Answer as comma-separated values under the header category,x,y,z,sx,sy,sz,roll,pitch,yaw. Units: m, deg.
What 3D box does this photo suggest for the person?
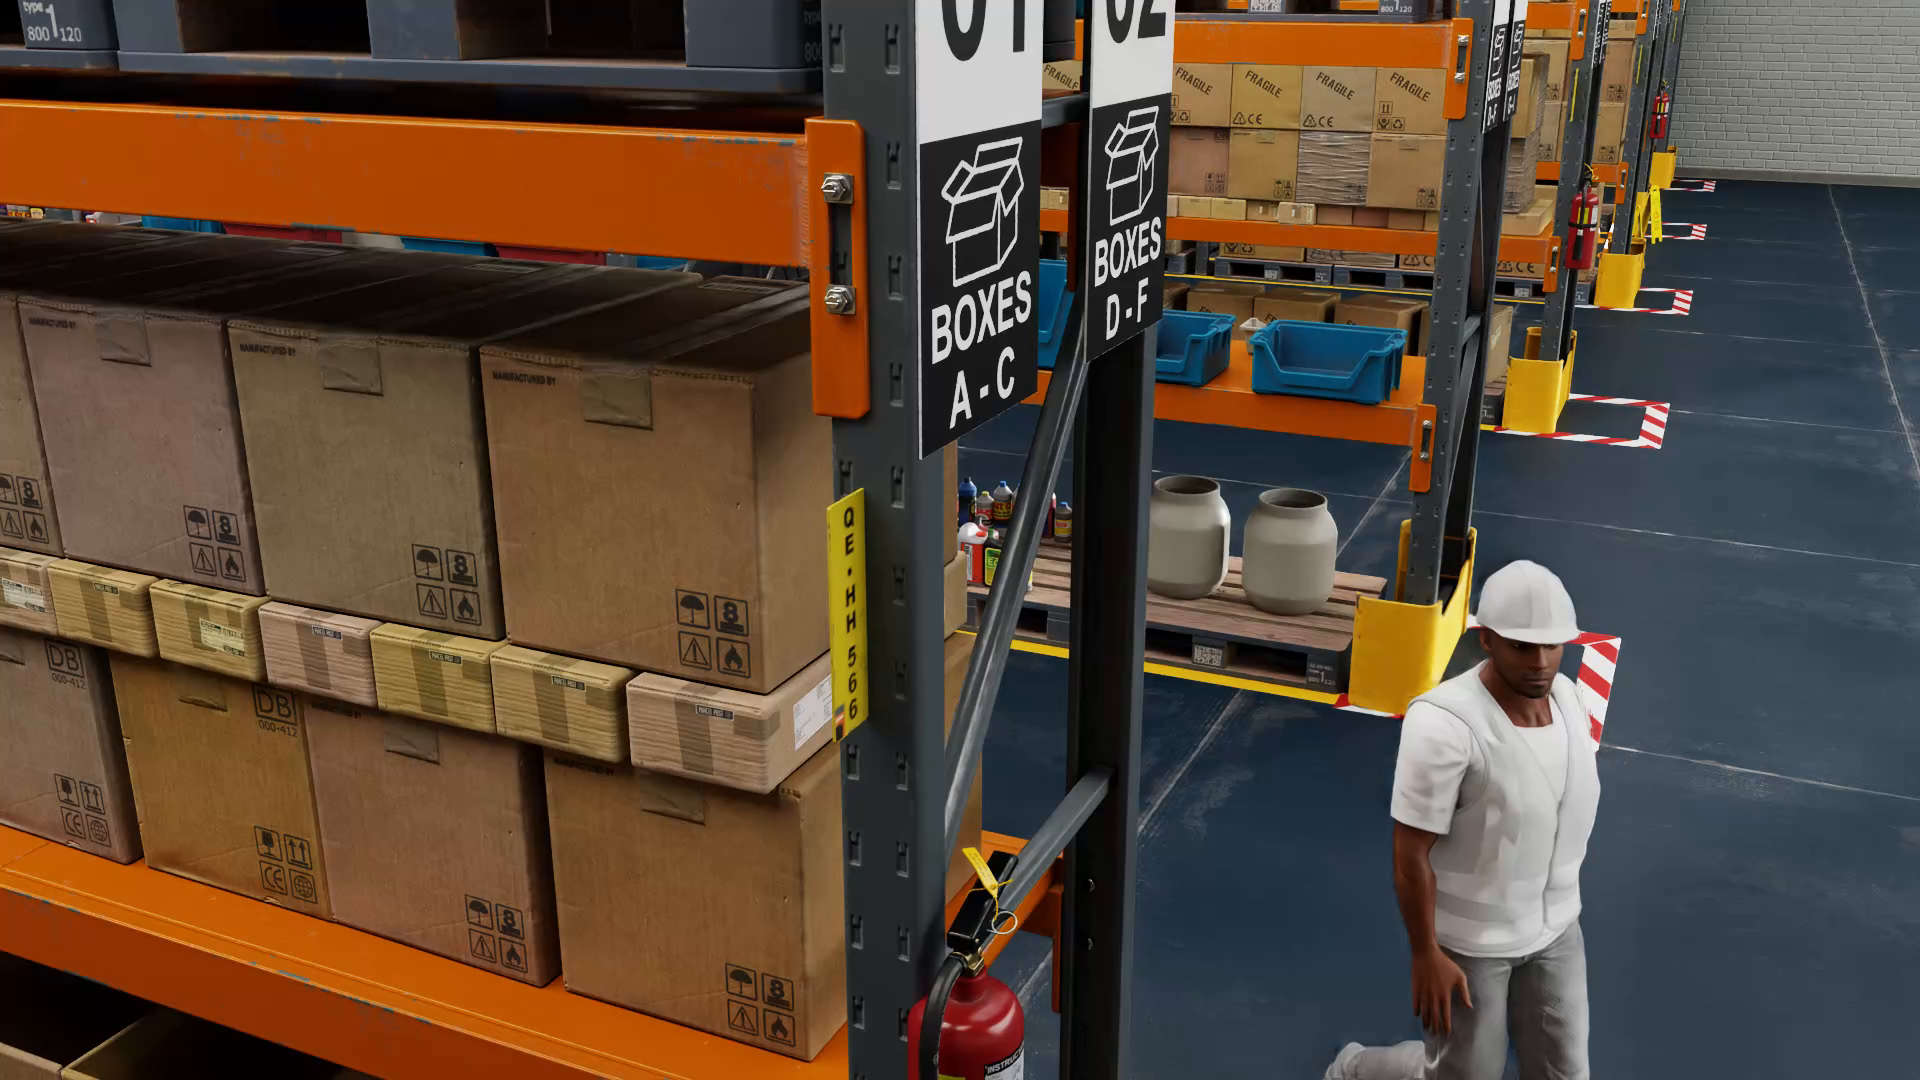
category,x,y,z,sx,sy,sz,roll,pitch,yaw
person,1.253,0.889,3.901,0.618,1.743,0.833,-11,22,-30
